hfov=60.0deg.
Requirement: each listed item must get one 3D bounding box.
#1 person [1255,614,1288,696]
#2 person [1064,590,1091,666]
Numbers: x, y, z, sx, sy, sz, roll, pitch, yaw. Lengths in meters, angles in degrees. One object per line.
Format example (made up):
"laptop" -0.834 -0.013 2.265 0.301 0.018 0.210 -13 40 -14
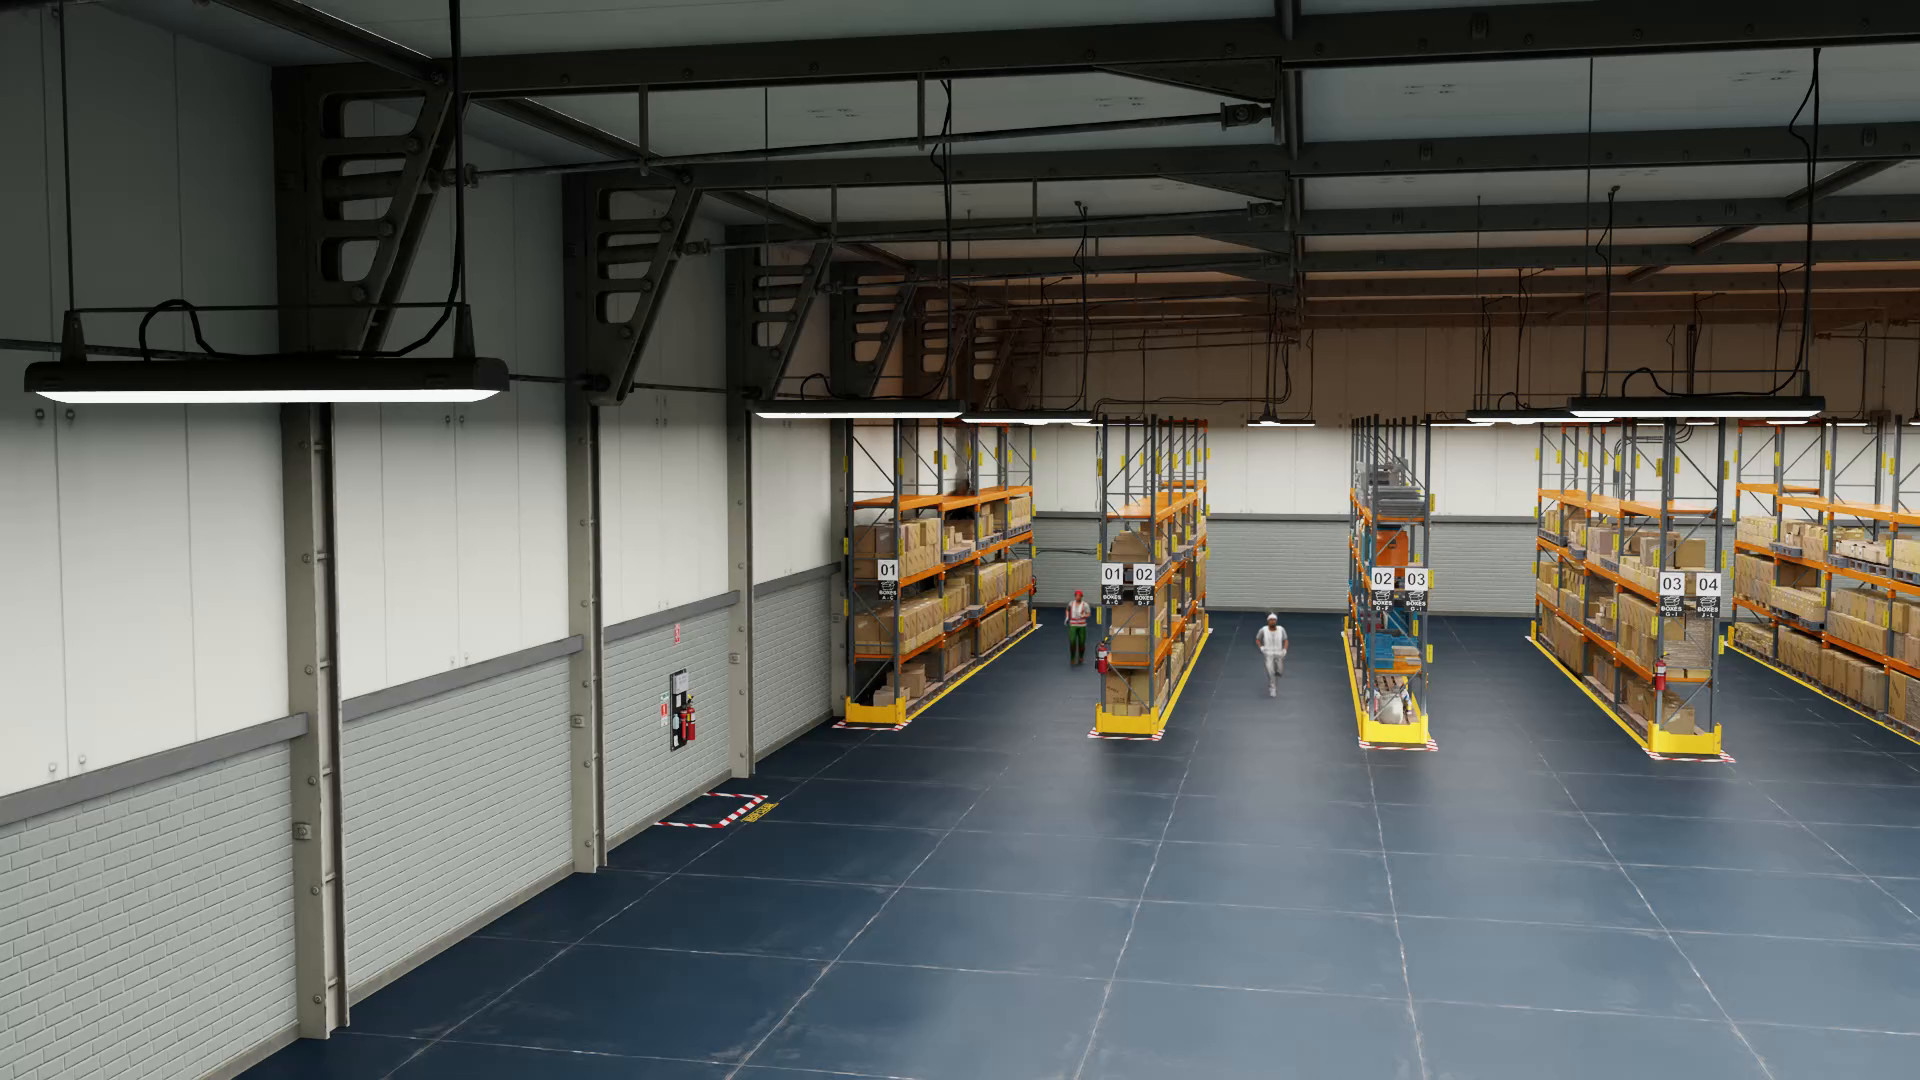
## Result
"person" 6.753 2.473 36.002 0.696 1.735 0.768 0 4 -3
"person" 2.855 2.099 40.420 0.650 1.769 0.772 1 4 9
